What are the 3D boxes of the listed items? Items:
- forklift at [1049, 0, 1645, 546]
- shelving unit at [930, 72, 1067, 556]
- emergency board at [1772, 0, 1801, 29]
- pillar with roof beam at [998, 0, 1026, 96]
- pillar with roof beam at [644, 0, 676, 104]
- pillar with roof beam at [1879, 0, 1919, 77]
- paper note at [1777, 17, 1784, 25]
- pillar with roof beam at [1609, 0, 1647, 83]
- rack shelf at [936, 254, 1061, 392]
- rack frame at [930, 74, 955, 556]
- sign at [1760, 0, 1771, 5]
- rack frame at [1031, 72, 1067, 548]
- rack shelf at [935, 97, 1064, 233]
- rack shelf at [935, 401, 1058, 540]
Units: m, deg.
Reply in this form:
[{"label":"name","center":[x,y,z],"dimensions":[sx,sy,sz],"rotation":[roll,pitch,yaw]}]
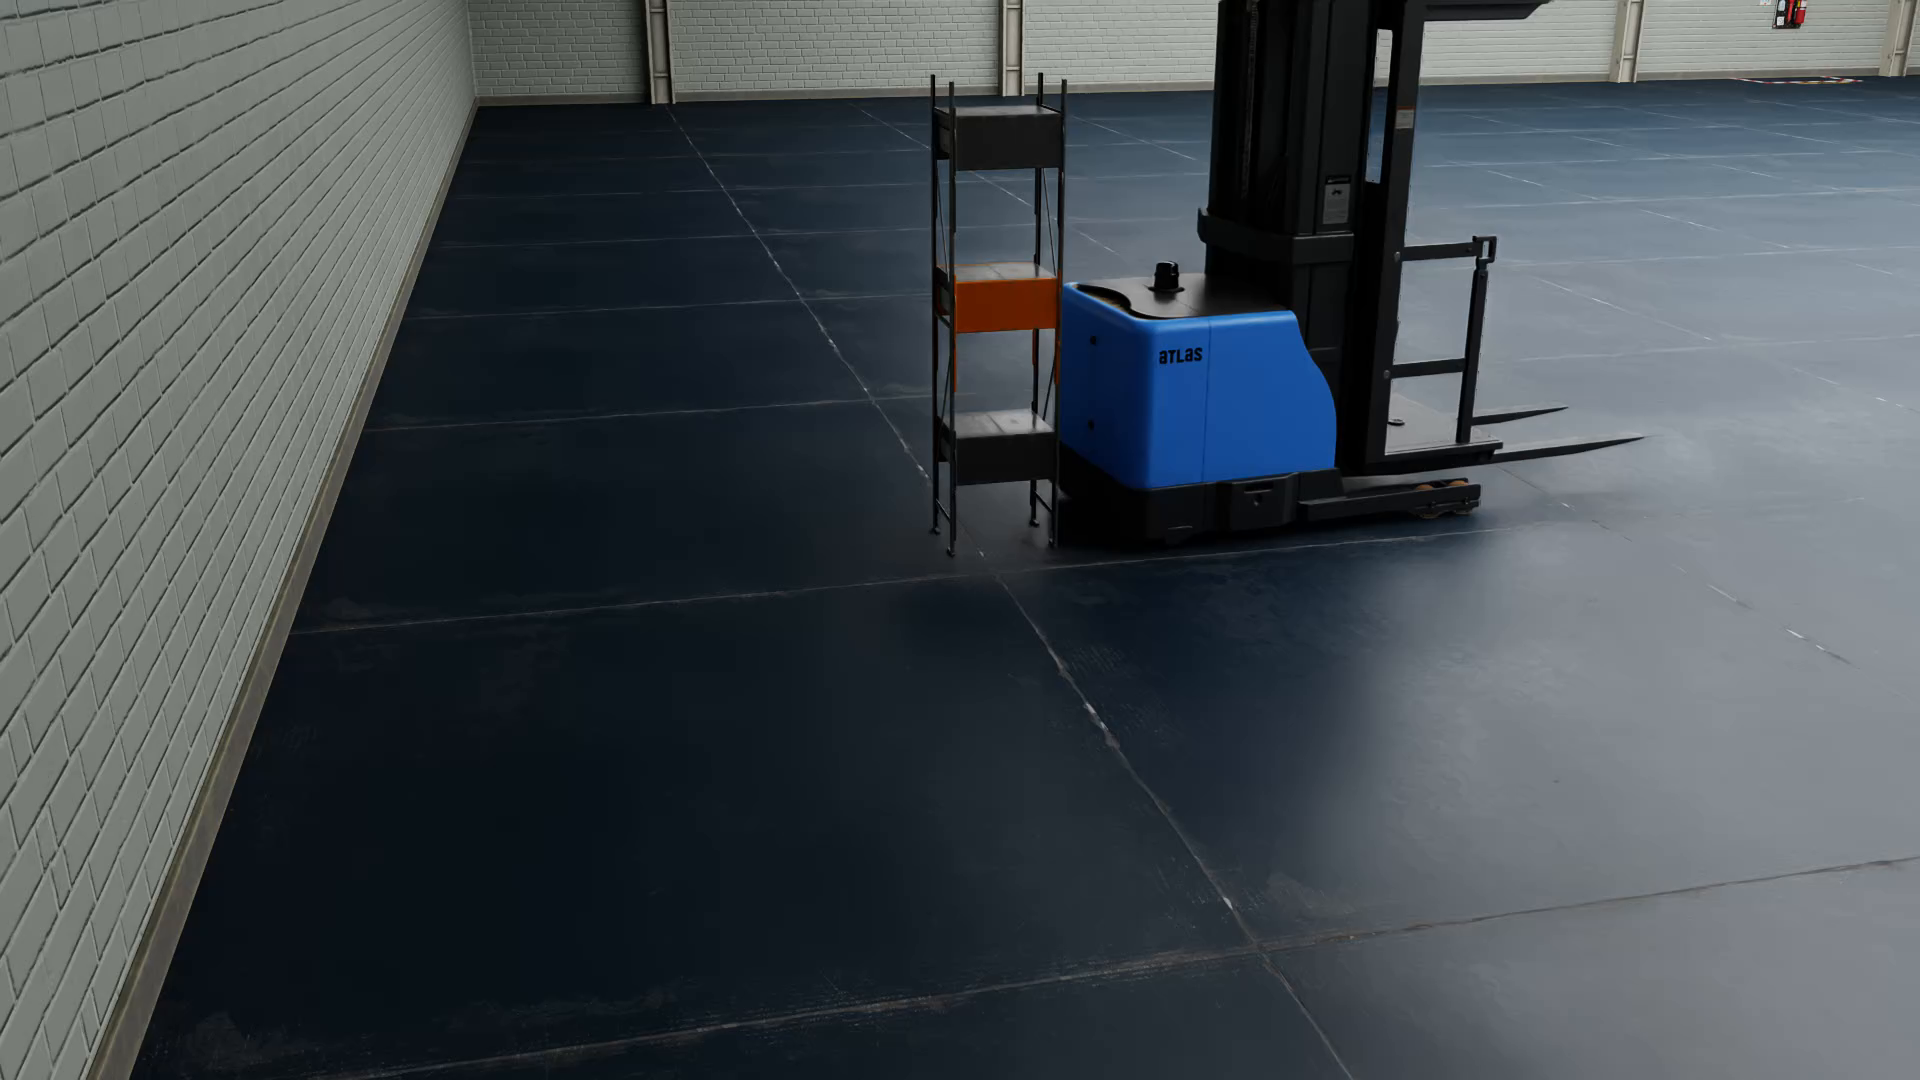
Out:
[{"label":"forklift","center":[2.022,-1.641,8.033],"dimensions":[3.031,2.935,1.130],"rotation":[-7,21,-18]},{"label":"shelving unit","center":[0.161,-0.999,7.489],"dimensions":[0.503,2.100,0.431],"rotation":[-5,21,-12]},{"label":"emergency board","center":[15.984,-10.409,31.870],"dimensions":[0.626,1.169,0.157],"rotation":[-5,21,-12]},{"label":"pillar with roof beam","center":[1.884,-10.538,23.499],"dimensions":[0.400,9.000,9.100],"rotation":[-5,21,-12]},{"label":"pillar with roof beam","center":[-3.955,-10.063,22.202],"dimensions":[0.400,9.000,9.100],"rotation":[-5,21,-12]},{"label":"pillar with roof beam","center":[19.401,-11.962,27.388],"dimensions":[0.400,9.000,9.100],"rotation":[-5,21,-12]},{"label":"paper note","center":[15.808,-9.999,32.031],"dimensions":[0.142,0.148,0.016],"rotation":[-5,21,-12]},{"label":"pillar with roof beam","center":[13.562,-11.488,26.092],"dimensions":[0.400,9.000,9.100],"rotation":[-5,21,-12]},{"label":"rack shelf","center":[0.161,-0.986,7.494],"dimensions":[0.480,0.518,0.431],"rotation":[-5,21,-12]},{"label":"rack frame","center":[-0.076,-0.980,7.436],"dimensions":[0.015,2.100,0.400],"rotation":[-5,21,-12]},{"label":"sign","center":[15.435,-10.411,31.823],"dimensions":[0.234,0.329,0.001],"rotation":[-5,21,-12]},{"label":"rack frame","center":[0.399,-1.018,7.542],"dimensions":[0.015,2.100,0.400],"rotation":[-5,21,-12]},{"label":"rack shelf","center":[0.161,-1.644,7.253],"dimensions":[0.480,0.518,0.431],"rotation":[-5,21,-12]},{"label":"rack shelf","center":[0.161,-0.329,7.735],"dimensions":[0.480,0.518,0.431],"rotation":[-5,21,-12]}]
